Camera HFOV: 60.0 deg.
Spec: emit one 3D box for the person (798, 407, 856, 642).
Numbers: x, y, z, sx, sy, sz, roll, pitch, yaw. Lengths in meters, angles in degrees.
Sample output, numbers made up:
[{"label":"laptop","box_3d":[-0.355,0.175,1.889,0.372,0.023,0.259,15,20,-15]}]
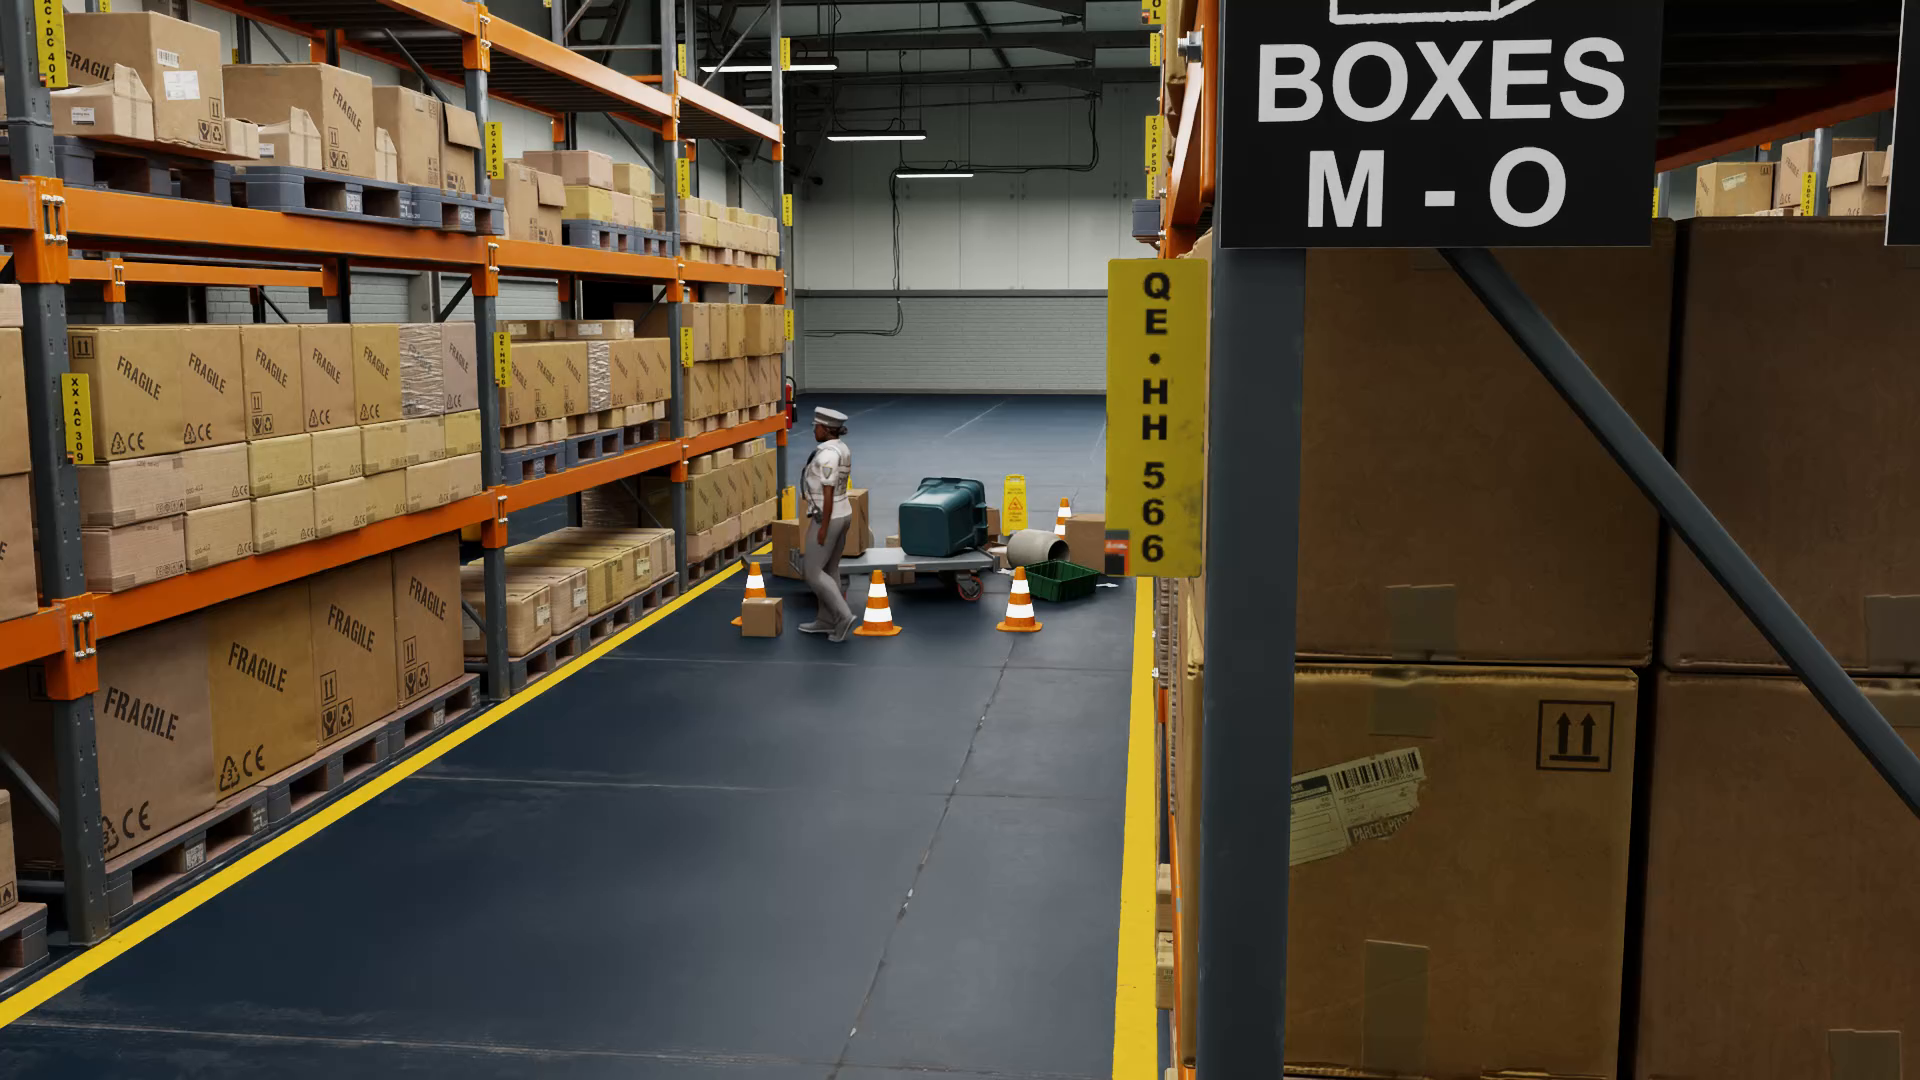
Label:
[{"label":"person","box_3d":[-0.972,-0.125,12.178,0.487,1.699,0.491,2,8,12]}]
